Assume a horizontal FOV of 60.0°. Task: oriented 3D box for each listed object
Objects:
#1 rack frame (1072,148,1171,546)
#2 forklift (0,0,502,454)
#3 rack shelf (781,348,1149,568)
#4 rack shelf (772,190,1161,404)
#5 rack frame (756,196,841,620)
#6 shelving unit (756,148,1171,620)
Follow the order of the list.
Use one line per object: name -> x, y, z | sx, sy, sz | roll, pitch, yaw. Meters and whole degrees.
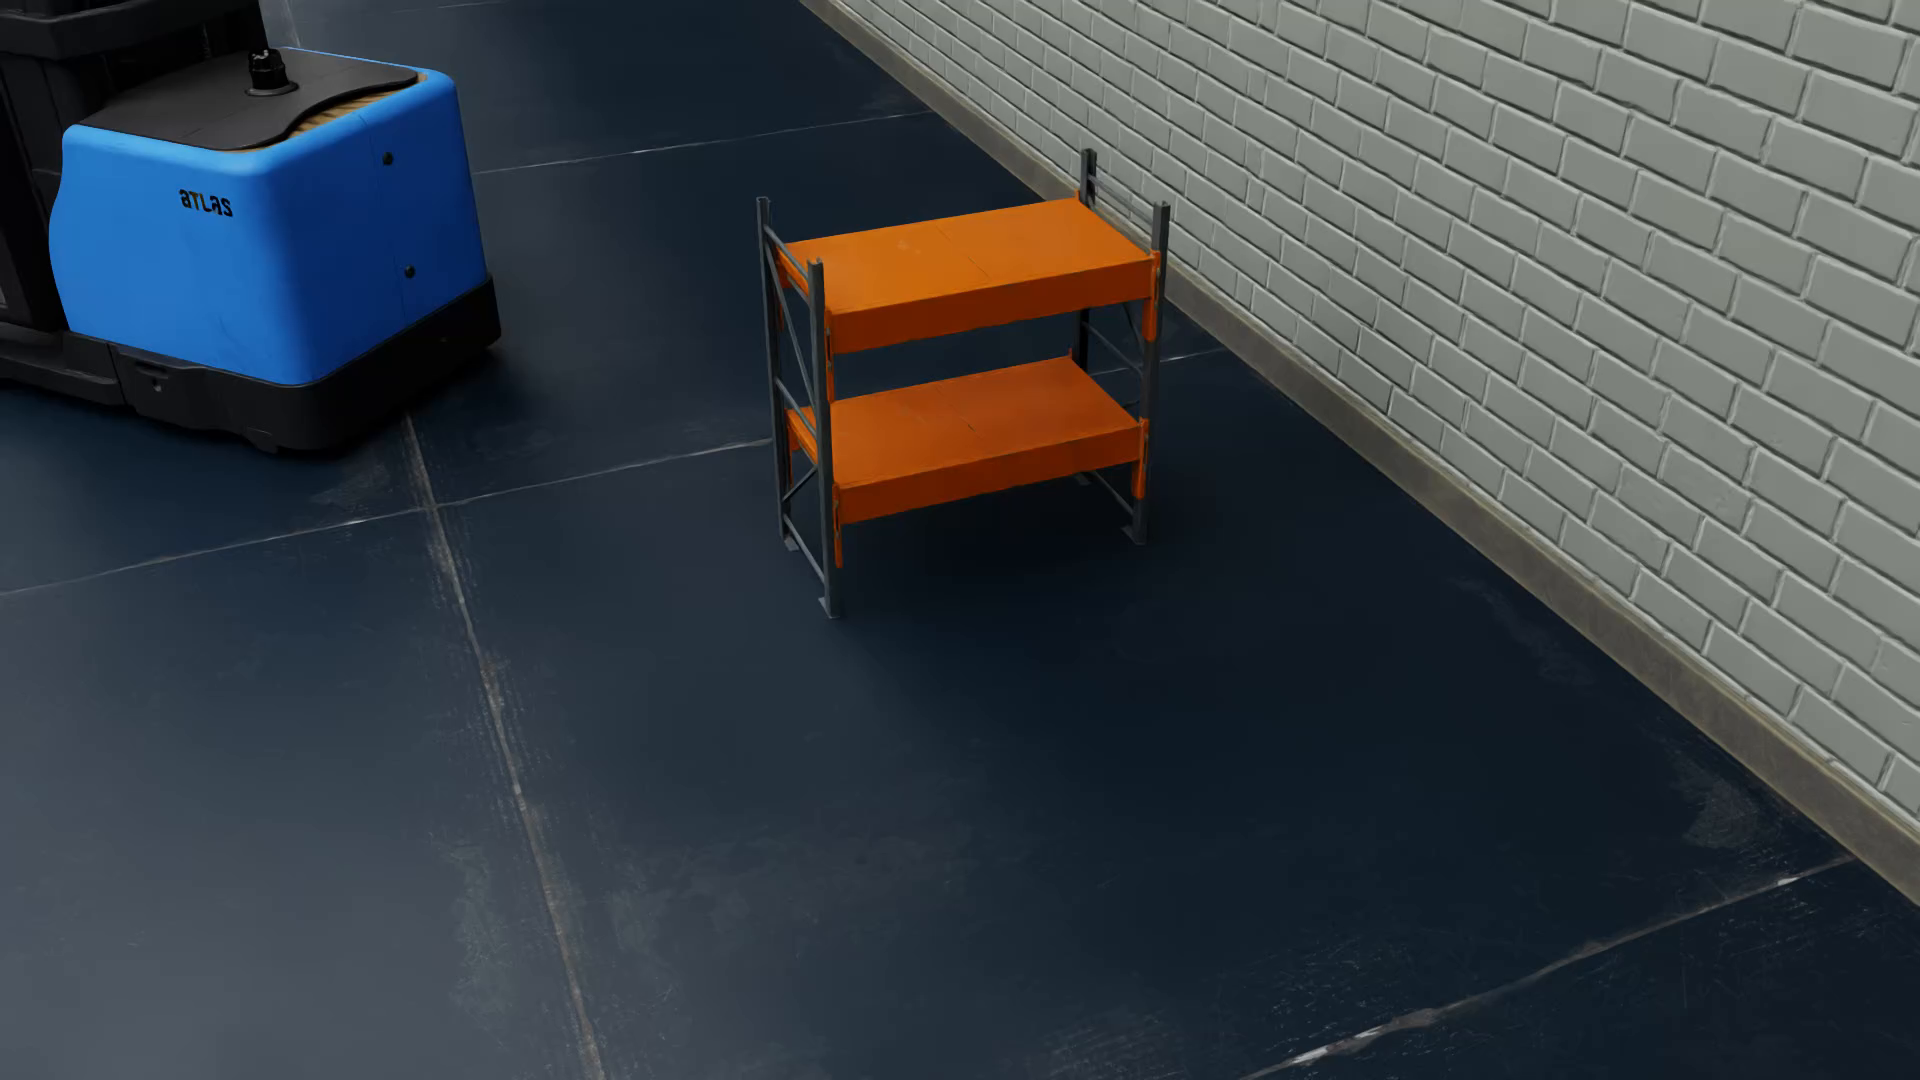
rack frame -> 0.475, -0.580, 5.110 | 0.032, 1.125, 0.500 | -13, 35, -19
forklift -> -3.301, -2.053, 5.717 | 3.031, 2.935, 1.130 | 14, 36, 20
rack shelf -> 0.006, -0.268, 5.079 | 1.000, 0.278, 0.538 | -13, 35, -19
rack shelf -> 0.006, -0.718, 4.786 | 1.000, 0.278, 0.538 | -13, 35, -19
rack frame -> -0.462, -0.366, 4.780 | 0.032, 1.125, 0.500 | -13, 35, -19
shelving unit -> 0.006, -0.473, 4.945 | 1.048, 1.125, 0.538 | -13, 35, -19
